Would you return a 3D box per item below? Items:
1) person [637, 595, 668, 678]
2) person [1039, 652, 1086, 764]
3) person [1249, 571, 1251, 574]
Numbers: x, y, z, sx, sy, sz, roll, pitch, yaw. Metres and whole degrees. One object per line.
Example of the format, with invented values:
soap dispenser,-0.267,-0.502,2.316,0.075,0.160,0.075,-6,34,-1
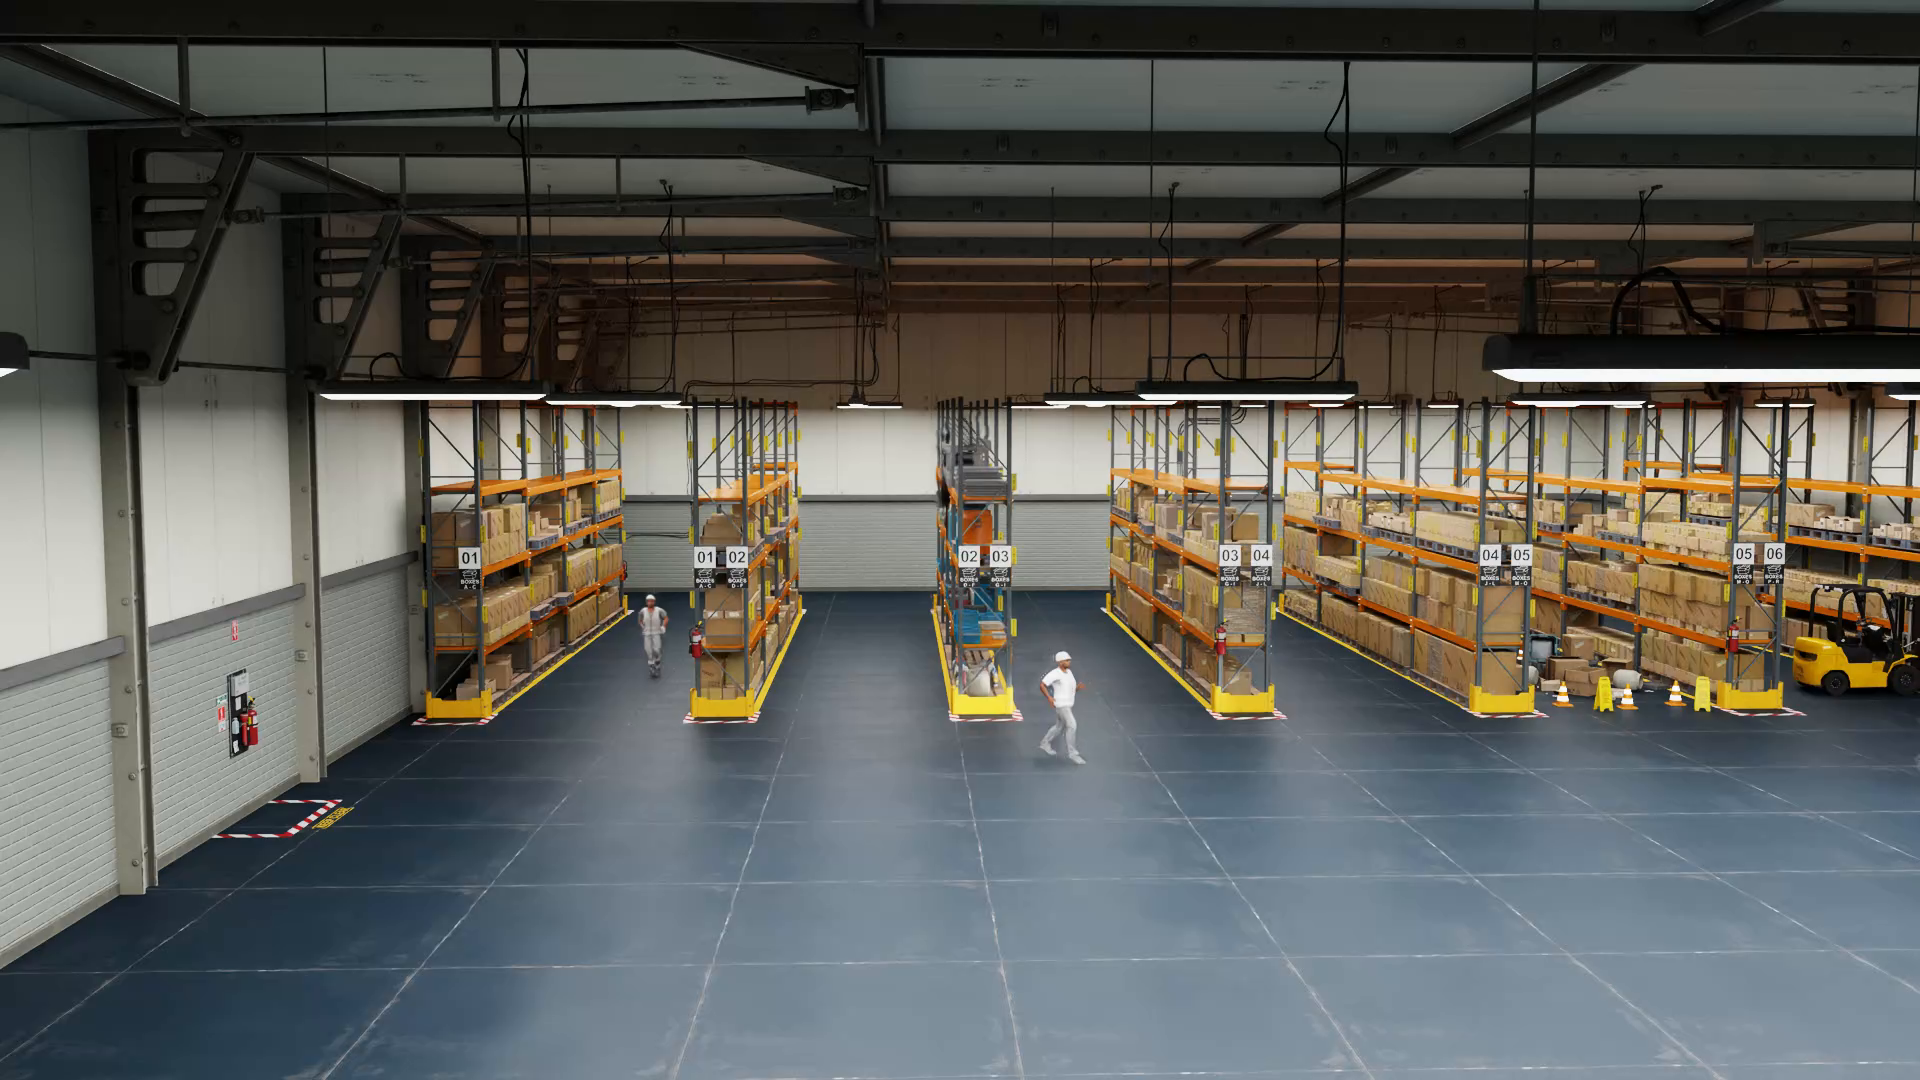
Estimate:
person,-6.631,2.072,35.808,0.628,1.784,0.692,0,4,-3
person,1.689,2.724,27.197,0.876,1.801,0.686,2,5,25
person,8.020,1.194,47.794,0.626,1.649,0.860,3,5,31
